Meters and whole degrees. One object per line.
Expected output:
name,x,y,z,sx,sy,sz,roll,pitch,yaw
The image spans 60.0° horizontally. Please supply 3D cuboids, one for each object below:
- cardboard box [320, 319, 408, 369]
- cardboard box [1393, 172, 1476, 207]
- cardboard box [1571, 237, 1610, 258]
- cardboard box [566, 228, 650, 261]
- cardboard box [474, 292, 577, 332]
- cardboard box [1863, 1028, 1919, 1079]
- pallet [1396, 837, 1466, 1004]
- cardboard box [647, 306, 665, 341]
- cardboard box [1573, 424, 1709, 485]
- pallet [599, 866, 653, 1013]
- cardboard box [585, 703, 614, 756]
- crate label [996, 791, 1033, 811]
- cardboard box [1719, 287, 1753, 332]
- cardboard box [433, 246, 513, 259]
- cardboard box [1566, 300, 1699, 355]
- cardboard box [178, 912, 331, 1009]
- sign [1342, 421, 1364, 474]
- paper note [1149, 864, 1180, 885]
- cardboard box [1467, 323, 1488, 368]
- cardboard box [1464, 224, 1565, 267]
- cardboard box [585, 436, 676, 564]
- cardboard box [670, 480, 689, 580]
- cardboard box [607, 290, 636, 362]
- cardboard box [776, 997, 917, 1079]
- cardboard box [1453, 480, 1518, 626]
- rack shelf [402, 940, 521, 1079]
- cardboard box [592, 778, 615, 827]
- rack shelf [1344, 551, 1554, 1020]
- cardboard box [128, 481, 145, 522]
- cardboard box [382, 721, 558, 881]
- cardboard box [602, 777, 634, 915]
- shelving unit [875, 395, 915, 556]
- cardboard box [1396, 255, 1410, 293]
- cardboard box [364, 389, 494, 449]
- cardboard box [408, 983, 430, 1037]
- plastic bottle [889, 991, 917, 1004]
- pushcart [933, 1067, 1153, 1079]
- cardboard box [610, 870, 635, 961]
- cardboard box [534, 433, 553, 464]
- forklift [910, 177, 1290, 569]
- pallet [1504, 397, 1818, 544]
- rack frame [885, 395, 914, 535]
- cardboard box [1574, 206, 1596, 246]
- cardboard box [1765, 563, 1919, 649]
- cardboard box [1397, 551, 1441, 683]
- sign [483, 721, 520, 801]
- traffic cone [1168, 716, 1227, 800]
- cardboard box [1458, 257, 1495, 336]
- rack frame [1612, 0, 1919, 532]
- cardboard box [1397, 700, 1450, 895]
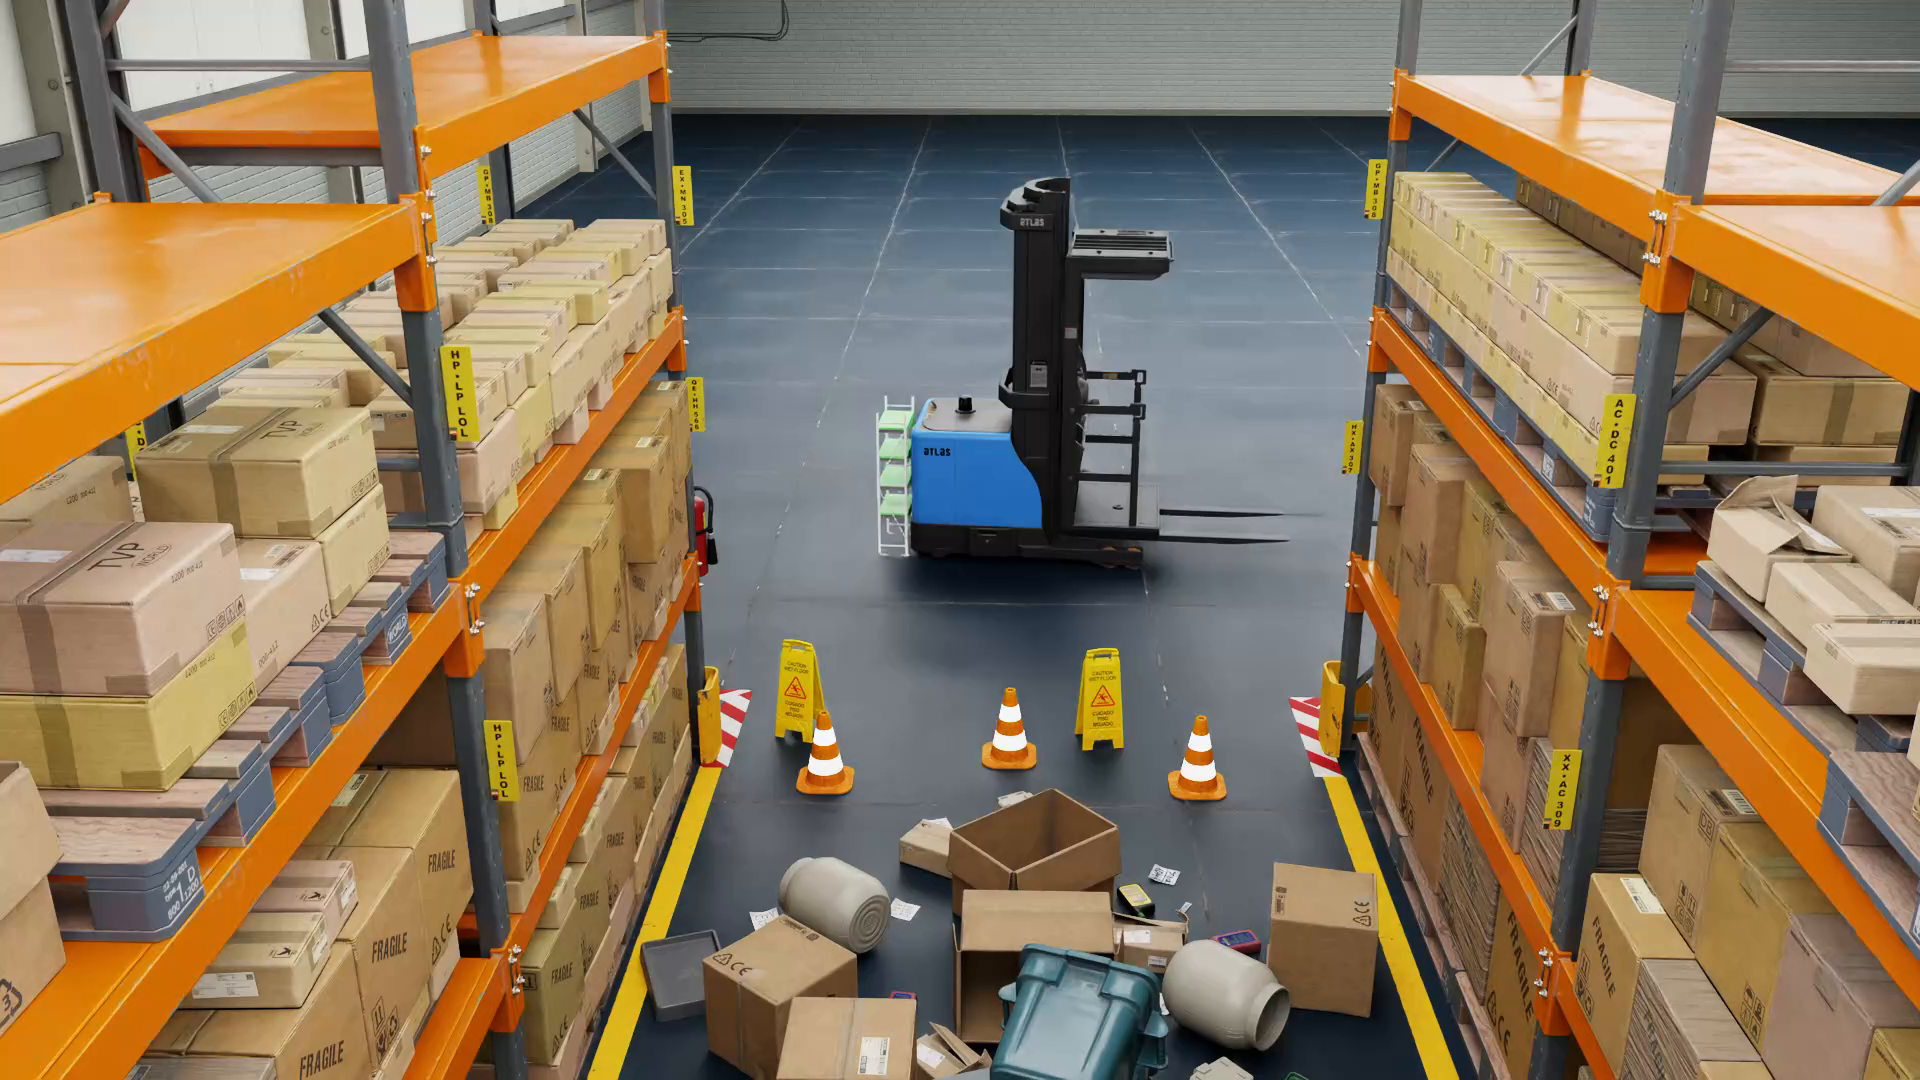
cardboard box,-2.404,-0.812,6.866,0.380,0.149,0.250,0,21,1
cardboard box,2.532,-1.871,8.878,0.380,0.149,0.250,1,21,2
cardboard box,3.093,-1.260,7.855,0.500,0.250,0.500,1,21,1
cardboard box,-1.852,-1.546,8.758,0.380,0.149,0.250,1,21,3
cardboard box,-1.911,-0.991,7.328,0.380,0.149,0.250,1,21,3
cardboard box,2.684,1.571,4.106,0.700,0.500,0.500,0,21,1
pallet,2.875,1.937,8.539,1.003,0.211,1.213,1,21,2
cardboard box,-1.796,-1.170,8.892,0.380,0.149,0.250,1,21,2
cardboard box,2.430,-0.306,5.946,0.380,0.149,0.250,1,21,1
pallet,-2.192,1.950,8.506,1.003,0.211,1.213,1,21,2
cardboard box,-1.833,0.879,7.756,0.380,0.149,0.250,1,21,2
crate label,0.344,1.567,9.594,0.250,0.136,0.298,-11,24,-26
cardboard box,3.104,-0.854,6.256,0.380,0.149,0.250,0,21,1
cardboard box,-2.448,-1.367,8.297,0.380,0.149,0.250,1,21,1
cardboard box,2.439,-0.770,6.038,0.380,0.149,0.250,1,21,1
cardboard box,-1.993,1.170,4.634,0.380,0.149,0.250,0,21,-1
sign,2.306,-0.542,9.766,0.100,0.325,0.005,1,21,2
paper note,1.117,1.825,9.079,0.144,0.017,0.142,8,23,20
cardboard box,2.476,-0.858,7.368,0.380,0.149,0.250,1,21,1
cardboard box,2.485,-1.319,7.455,0.380,0.149,0.250,1,21,2
cardboard box,-1.823,-0.207,8.277,0.700,0.500,0.500,0,21,1
cardboard box,-1.831,-0.097,9.377,0.500,0.500,0.500,0,21,1
cardboard box,-1.864,-1.021,7.956,0.500,0.250,0.500,1,21,3
cardboard box,-0.432,2.156,6.527,0.500,0.500,0.500,1,21,2
cardboard box,2.847,0.061,7.818,0.875,0.550,0.500,1,21,2
rack shelf,-2.273,2.394,4.501,1.077,0.370,4.000,1,21,2
cardboard box,-1.841,1.231,7.790,0.380,0.149,0.250,2,21,5
rack shelf,2.800,0.965,8.182,1.077,0.370,4.000,1,21,2
cardboard box,-2.630,0.018,5.110,0.500,0.250,0.500,0,21,0
cardboard box,-1.920,0.994,6.565,0.500,0.500,0.500,1,21,1
cardboard box,-1.902,1.480,8.045,0.500,0.500,0.500,2,21,4
shelving unit,-0.518,-0.523,13.512,0.258,1.200,0.503,2,21,5
cardboard box,2.523,-1.404,8.777,0.380,0.149,0.250,1,21,2
cardboard box,-1.876,-0.428,5.877,0.380,0.149,0.250,0,21,1
cardboard box,-1.977,1.541,5.471,0.380,0.149,0.250,0,21,0
plastic bottle,-0.298,2.259,7.915,0.133,0.061,0.283,4,22,11
pushcart,0.069,2.565,6.691,1.648,0.377,0.936,-7,22,-17
cardboard box,-1.906,1.826,8.190,0.500,0.250,0.500,0,21,1
cardboard box,-1.930,-0.428,6.978,0.380,0.149,0.250,0,21,0
forklift,1.153,-1.336,13.214,3.031,2.935,1.130,2,21,6
pallet,2.774,-0.300,6.424,1.003,0.211,1.213,1,21,2
rack frame,-0.493,-0.611,13.738,0.240,1.200,0.015,2,21,5
cardboard box,3.158,-1.496,7.911,0.380,0.149,0.250,1,21,2
cardboard box,2.459,0.202,4.638,0.250,0.149,0.380,1,21,2
cardboard box,2.757,0.372,8.510,0.875,0.550,0.550,1,21,2
sign,-1.657,0.800,6.013,0.100,0.325,0.005,1,21,2
traffic cone,1.425,1.266,9.920,0.336,0.463,0.334,1,21,2
cardboard box,2.544,-1.084,7.399,0.500,0.250,0.500,1,21,1
rack frame,2.739,-1.444,5.103,1.000,3.000,0.127,1,21,2
cardboard box,2.881,1.266,8.770,0.875,0.875,0.875,0,21,1
